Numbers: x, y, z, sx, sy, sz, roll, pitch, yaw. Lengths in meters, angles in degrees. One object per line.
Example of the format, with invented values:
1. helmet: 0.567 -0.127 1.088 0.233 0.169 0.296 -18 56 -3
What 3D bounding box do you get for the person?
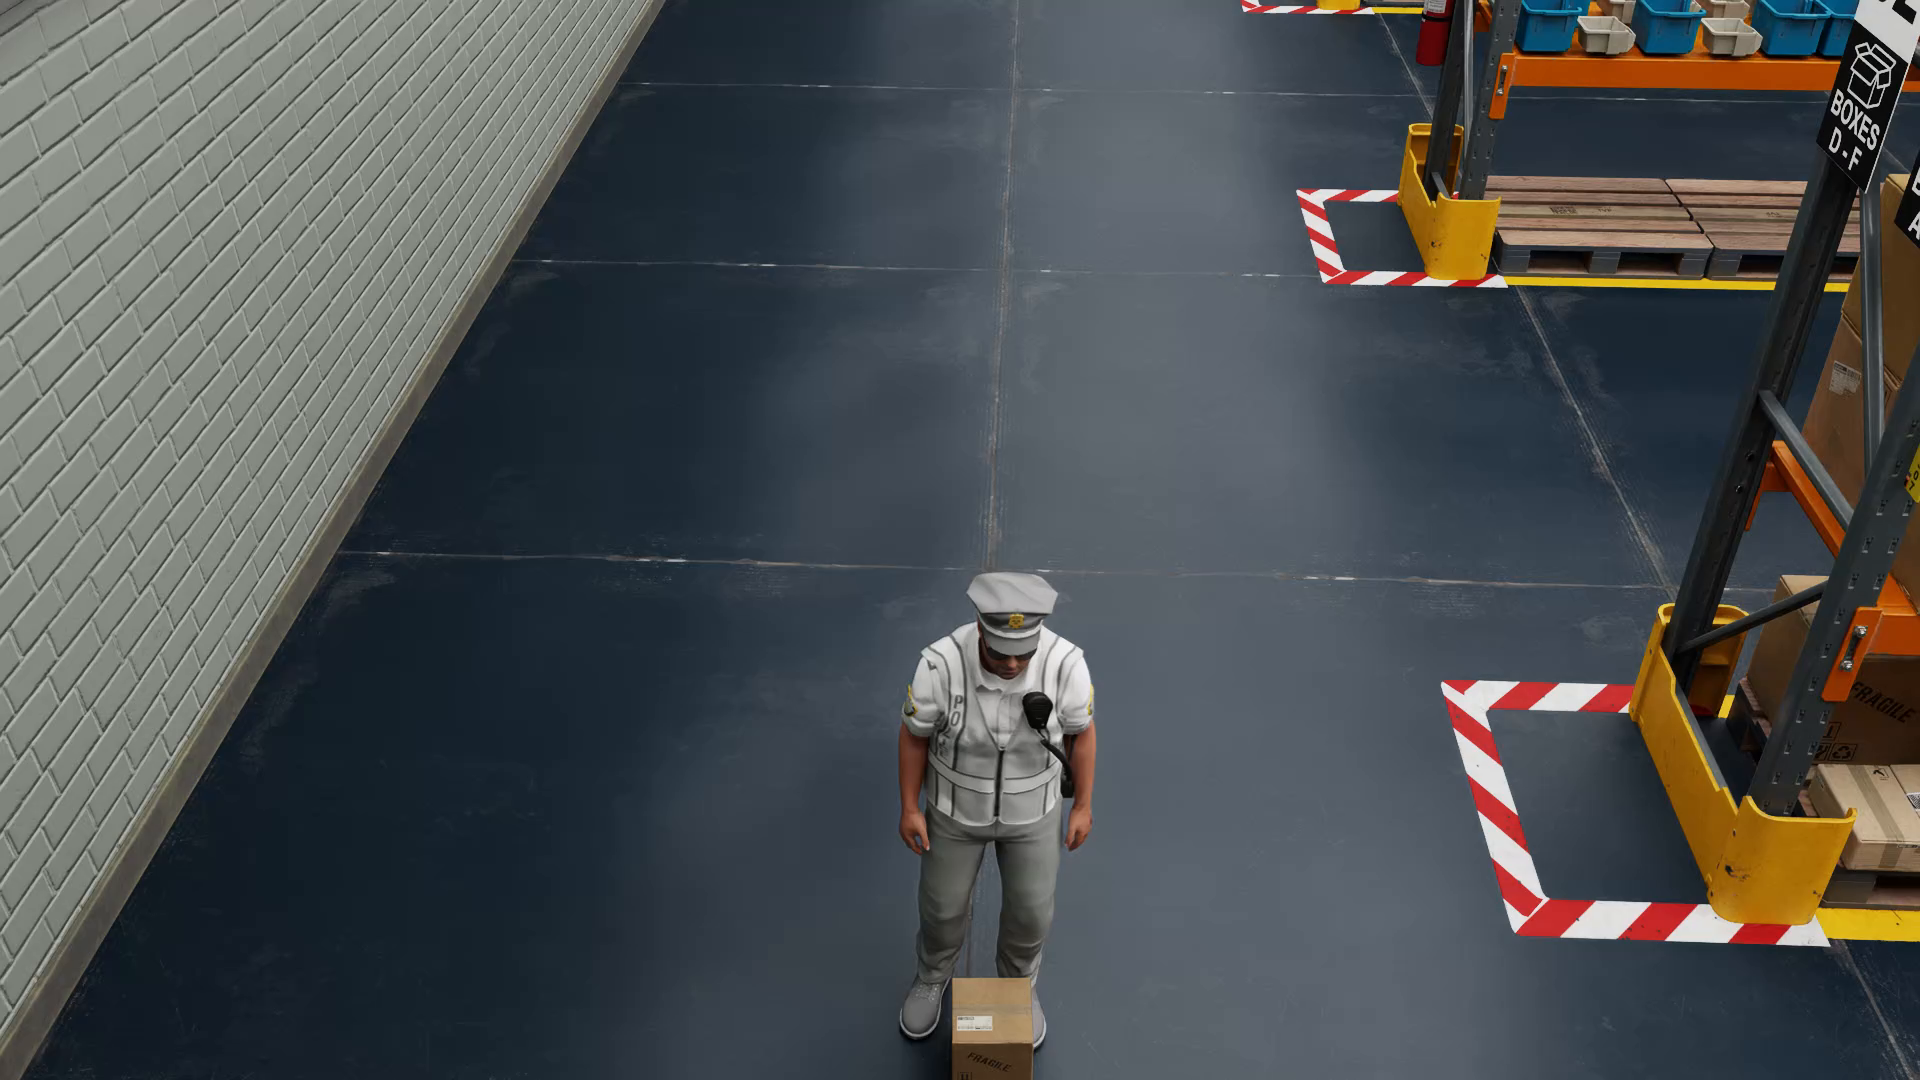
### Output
1. person: 0.104 0.801 5.015 0.606 1.748 0.478 -1 35 -1
